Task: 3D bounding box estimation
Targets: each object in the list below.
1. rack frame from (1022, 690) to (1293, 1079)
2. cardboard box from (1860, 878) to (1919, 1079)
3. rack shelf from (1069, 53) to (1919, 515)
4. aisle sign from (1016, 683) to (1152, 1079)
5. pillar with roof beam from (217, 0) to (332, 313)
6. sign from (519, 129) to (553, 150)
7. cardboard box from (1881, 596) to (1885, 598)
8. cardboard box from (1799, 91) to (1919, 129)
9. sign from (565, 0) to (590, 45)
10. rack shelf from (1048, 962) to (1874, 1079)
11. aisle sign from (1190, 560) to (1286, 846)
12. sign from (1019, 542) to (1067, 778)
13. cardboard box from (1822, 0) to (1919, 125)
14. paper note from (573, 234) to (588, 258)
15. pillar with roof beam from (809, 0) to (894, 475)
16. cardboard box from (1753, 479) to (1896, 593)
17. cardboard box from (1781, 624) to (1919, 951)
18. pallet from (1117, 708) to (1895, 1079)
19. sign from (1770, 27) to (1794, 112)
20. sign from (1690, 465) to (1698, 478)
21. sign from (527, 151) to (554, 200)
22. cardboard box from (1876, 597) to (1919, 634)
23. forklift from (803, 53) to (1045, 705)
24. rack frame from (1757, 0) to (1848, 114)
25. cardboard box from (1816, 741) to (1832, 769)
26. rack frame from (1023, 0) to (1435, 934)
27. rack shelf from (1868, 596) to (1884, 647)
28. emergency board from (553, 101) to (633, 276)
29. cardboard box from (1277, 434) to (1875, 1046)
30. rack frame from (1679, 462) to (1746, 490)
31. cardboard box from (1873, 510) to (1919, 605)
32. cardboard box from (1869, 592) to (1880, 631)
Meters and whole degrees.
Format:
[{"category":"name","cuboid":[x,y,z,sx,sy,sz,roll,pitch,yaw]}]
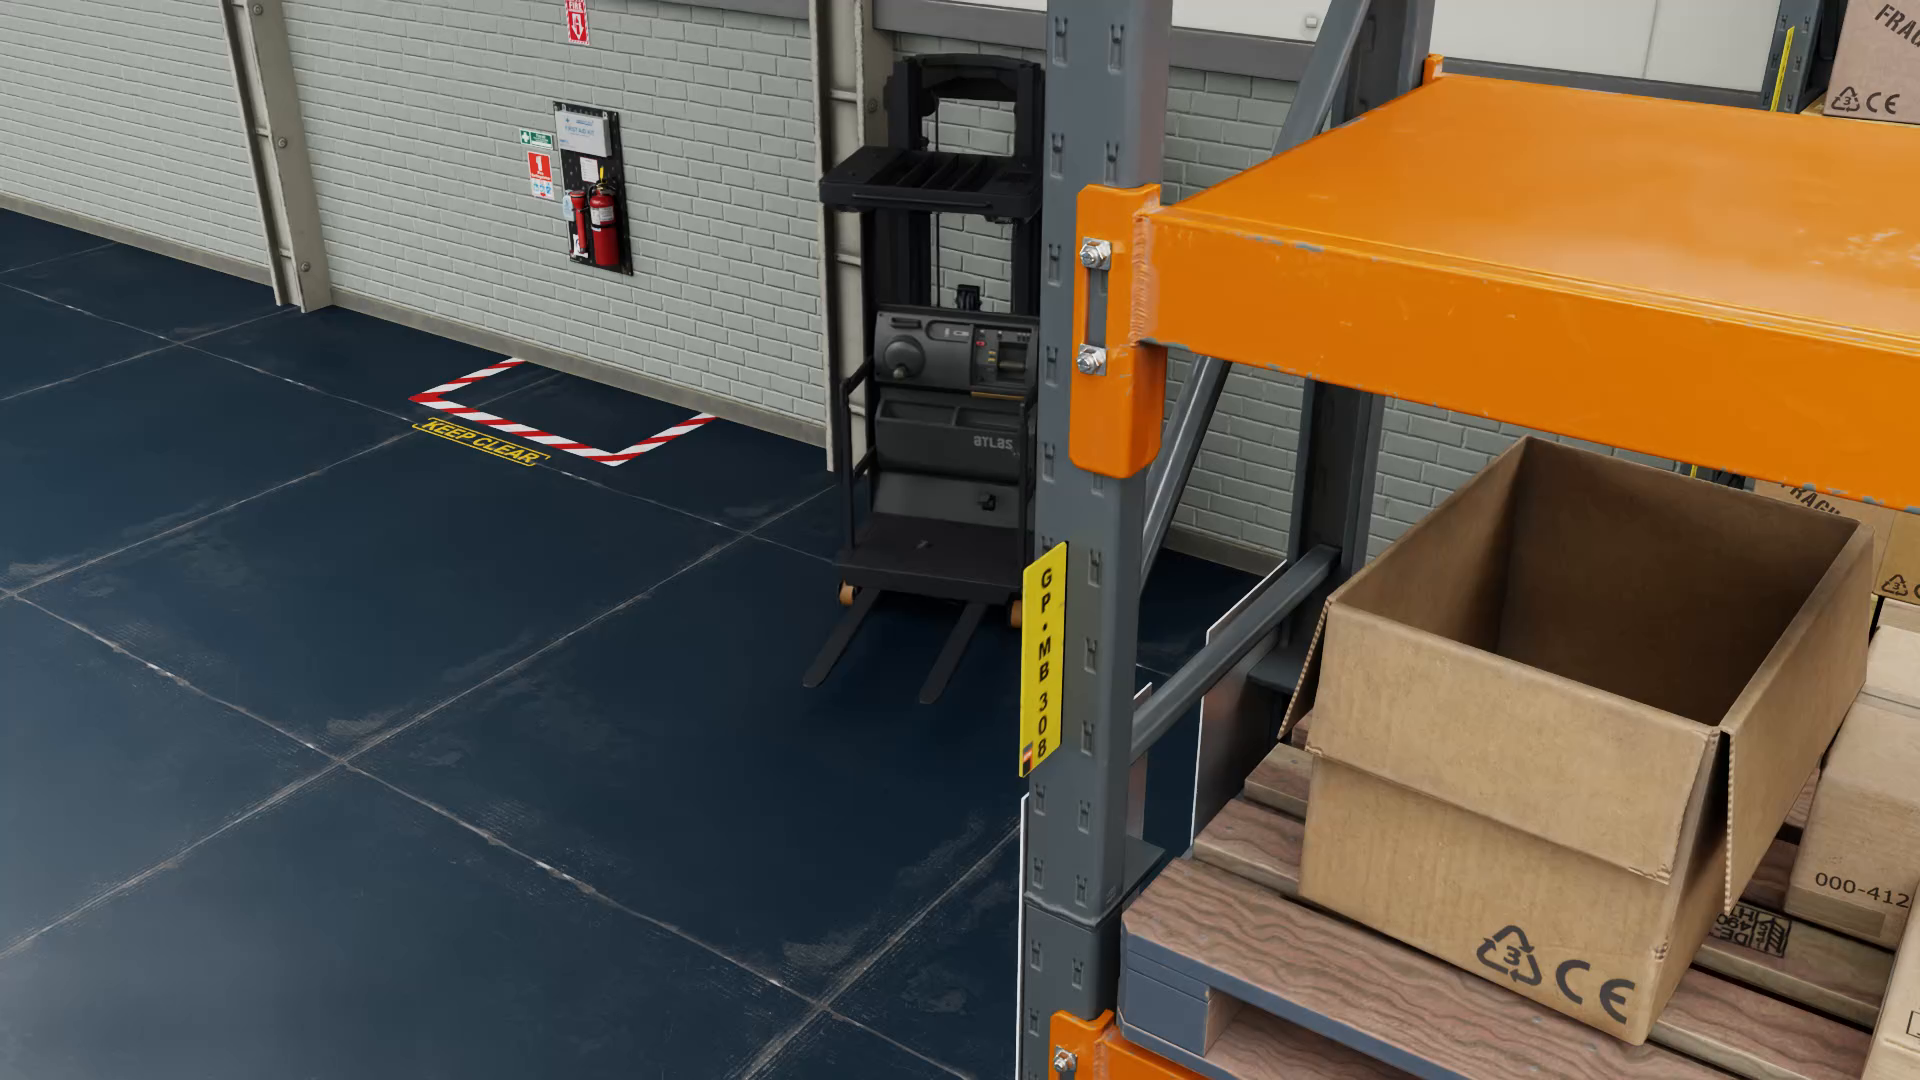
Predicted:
[{"category":"rack frame","cuboid":[0.431,1.721,3.561,0.127,3.000,1.000,17,32,30]},{"category":"cardboard box","cuboid":[1.301,0.615,2.087,0.250,0.149,0.380,17,32,30]},{"category":"rack shelf","cuboid":[2.080,0.060,1.445,4.000,0.370,1.077,17,32,30]},{"category":"aisle sign","cuboid":[0.204,0.660,2.779,0.004,0.787,0.394,17,32,30]},{"category":"pillar with roof beam","cuboid":[-8.029,-4.421,9.016,0.400,9.000,9.100,17,32,30]},{"category":"sign","cuboid":[-3.060,-2.893,12.004,0.331,0.109,0.001,17,32,30]},{"category":"cardboard box","cuboid":[4.162,0.103,6.883,0.500,0.250,0.500,18,32,32]},{"category":"cardboard box","cuboid":[3.367,-1.343,6.142,0.500,0.500,0.500,18,32,32]},{"category":"sign","cuboid":[-2.612,-3.537,11.338,0.199,0.298,0.001,17,32,30]},{"category":"rack shelf","cuboid":[2.080,1.219,2.034,4.000,0.370,1.077,17,32,30]},{"category":"aisle sign","cuboid":[0.543,0.436,3.220,0.004,0.787,0.394,17,32,30]},{"category":"sign","cuboid":[0.112,0.165,2.259,0.005,0.325,0.100,17,32,30]},{"category":"cardboard box","cuboid":[3.413,-1.778,5.895,0.500,0.500,0.500,15,31,27]},{"category":"paper note","cuboid":[-2.768,-2.144,12.126,0.142,0.148,0.016,17,32,30]},{"category":"pillar with roof beam","cuboid":[-3.083,-2.880,5.988,0.400,9.000,9.100,17,32,30]},{"category":"cardboard box","cuboid":[3.456,-0.173,6.599,0.500,0.500,0.500,17,32,30]},{"category":"cardboard box","cuboid":[1.530,0.399,2.400,0.500,0.250,0.500,17,32,30]},{"category":"pallet","cuboid":[1.000,0.615,2.525,1.213,0.211,1.003,17,32,30]},{"category":"sign","cuboid":[2.926,-1.655,5.924,0.005,0.325,0.100,17,32,30]},{"category":"sign","cuboid":[2.926,-0.315,6.607,0.005,0.325,0.100,17,32,30]},{"category":"sign","cuboid":[-3.059,-2.661,12.133,0.234,0.329,0.001,17,32,30]},{"category":"cardboard box","cuboid":[3.891,0.298,6.500,0.500,0.250,0.500,16,31,29]},{"category":"forklift","cuboid":[-0.072,-1.003,8.989,1.130,2.935,3.031,7,28,13]},{"category":"rack frame","cuboid":[3.233,-2.805,5.841,0.127,3.000,1.000,17,32,30]},{"category":"cardboard box","cuboid":[3.752,1.082,7.296,0.500,0.311,0.500,14,30,25]},{"category":"rack frame","cuboid":[0.431,-0.952,2.200,0.127,3.000,1.000,17,32,30]},{"category":"rack shelf","cuboid":[4.881,0.702,6.356,4.000,0.370,1.077,17,32,30]},{"category":"emergency board","cuboid":[-2.661,-2.465,11.786,0.643,1.169,0.194,17,32,30]},{"category":"cardboard box","cuboid":[0.903,0.238,2.437,0.637,0.503,0.797,20,33,34]},{"category":"rack frame","cuboid":[3.233,-0.132,7.202,0.127,3.000,1.000,17,32,30]},{"category":"cardboard box","cuboid":[3.858,-0.042,6.343,0.500,0.500,0.500,17,32,30]},{"category":"cardboard box","cuboid":[3.455,0.170,6.752,0.500,0.250,0.500,16,31,29]}]
